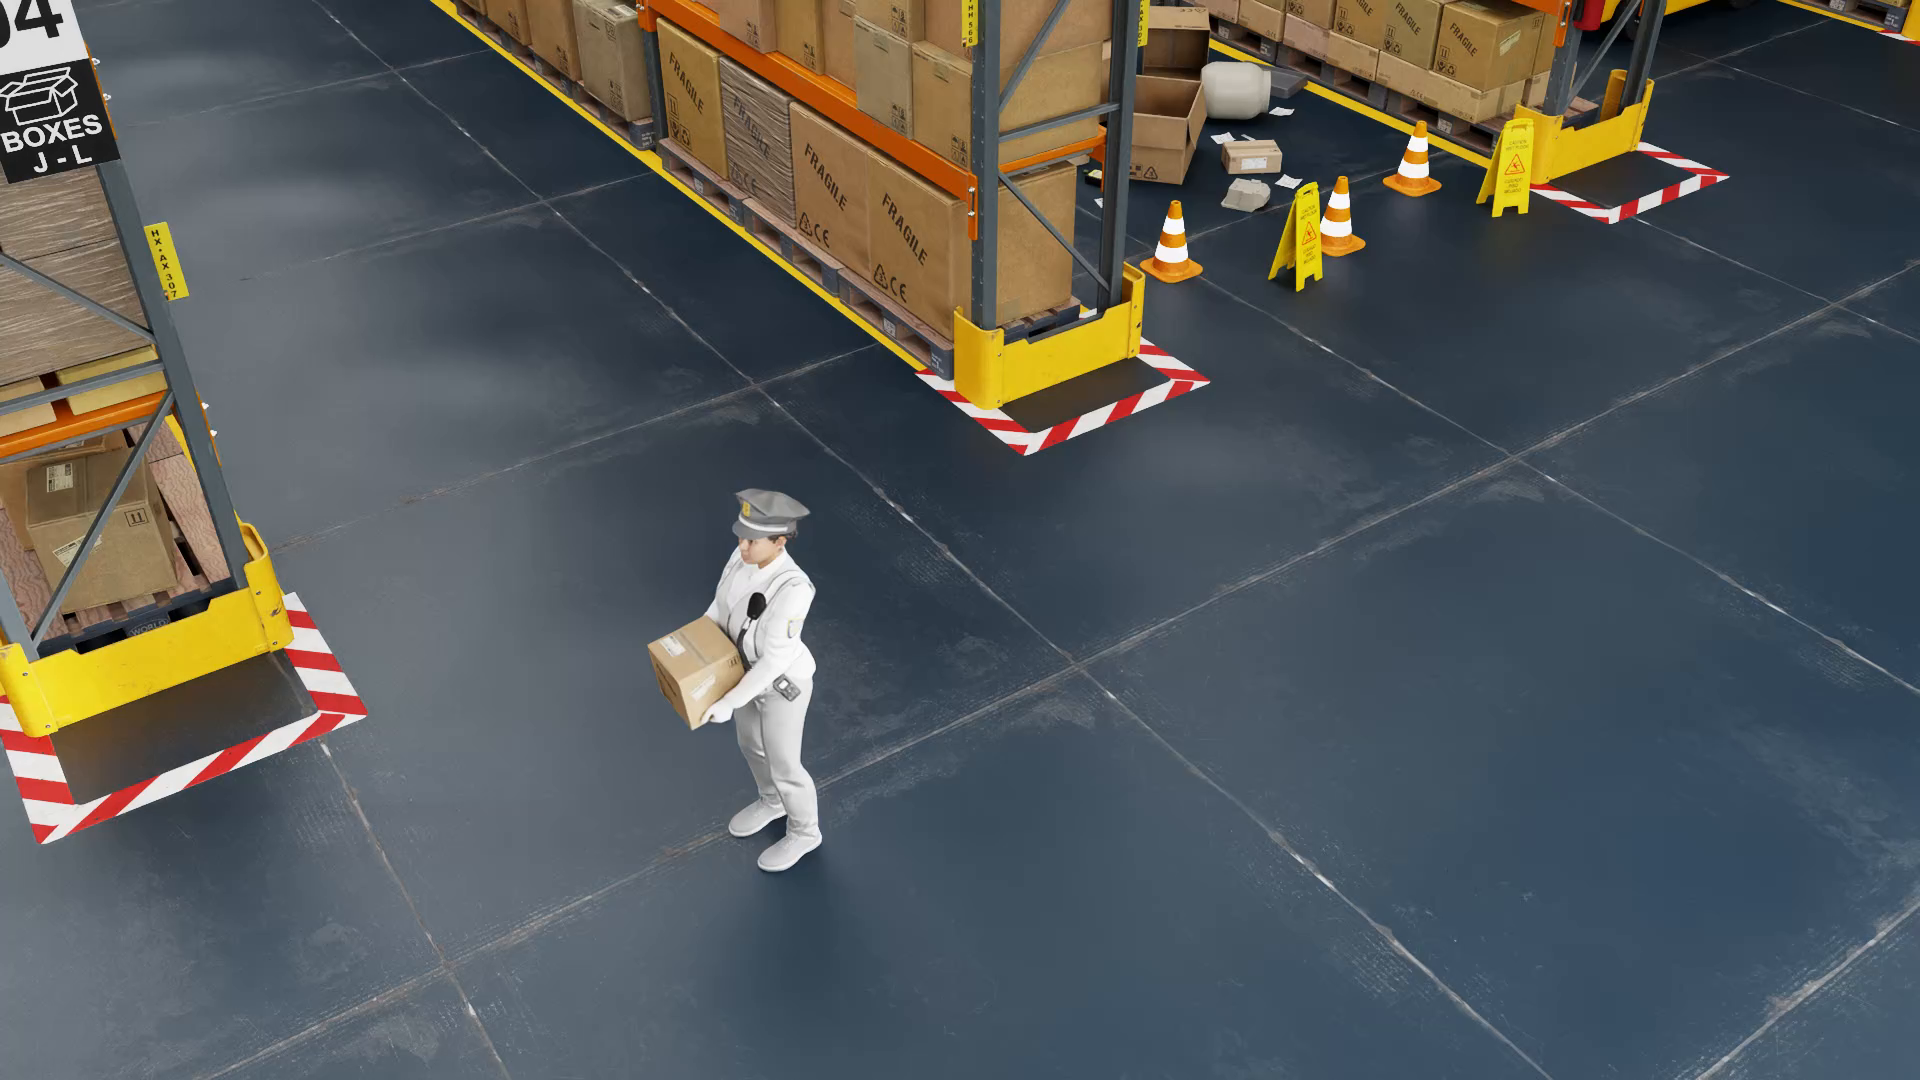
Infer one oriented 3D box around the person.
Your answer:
[{"bbox_3d":[-0.790,0.546,6.247,0.536,1.689,0.460,-22,42,-27],"label":"person"}]
